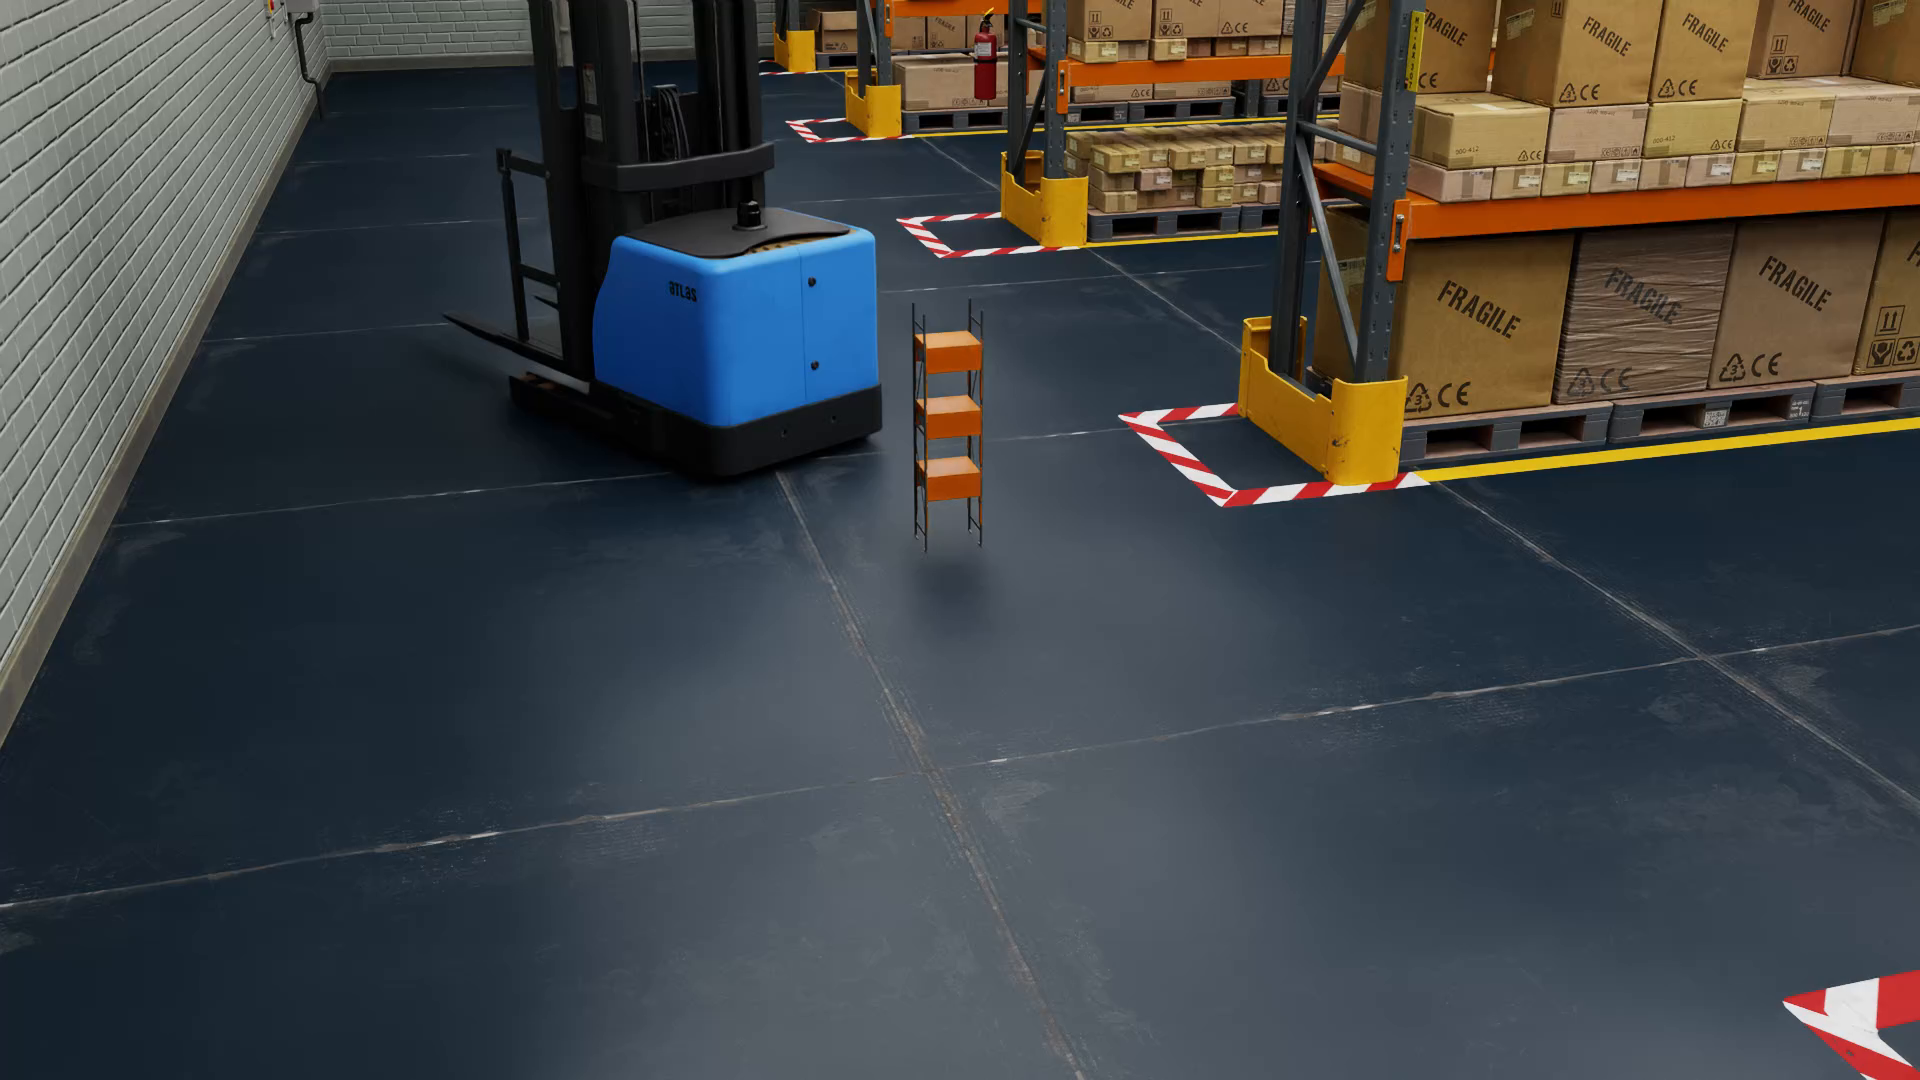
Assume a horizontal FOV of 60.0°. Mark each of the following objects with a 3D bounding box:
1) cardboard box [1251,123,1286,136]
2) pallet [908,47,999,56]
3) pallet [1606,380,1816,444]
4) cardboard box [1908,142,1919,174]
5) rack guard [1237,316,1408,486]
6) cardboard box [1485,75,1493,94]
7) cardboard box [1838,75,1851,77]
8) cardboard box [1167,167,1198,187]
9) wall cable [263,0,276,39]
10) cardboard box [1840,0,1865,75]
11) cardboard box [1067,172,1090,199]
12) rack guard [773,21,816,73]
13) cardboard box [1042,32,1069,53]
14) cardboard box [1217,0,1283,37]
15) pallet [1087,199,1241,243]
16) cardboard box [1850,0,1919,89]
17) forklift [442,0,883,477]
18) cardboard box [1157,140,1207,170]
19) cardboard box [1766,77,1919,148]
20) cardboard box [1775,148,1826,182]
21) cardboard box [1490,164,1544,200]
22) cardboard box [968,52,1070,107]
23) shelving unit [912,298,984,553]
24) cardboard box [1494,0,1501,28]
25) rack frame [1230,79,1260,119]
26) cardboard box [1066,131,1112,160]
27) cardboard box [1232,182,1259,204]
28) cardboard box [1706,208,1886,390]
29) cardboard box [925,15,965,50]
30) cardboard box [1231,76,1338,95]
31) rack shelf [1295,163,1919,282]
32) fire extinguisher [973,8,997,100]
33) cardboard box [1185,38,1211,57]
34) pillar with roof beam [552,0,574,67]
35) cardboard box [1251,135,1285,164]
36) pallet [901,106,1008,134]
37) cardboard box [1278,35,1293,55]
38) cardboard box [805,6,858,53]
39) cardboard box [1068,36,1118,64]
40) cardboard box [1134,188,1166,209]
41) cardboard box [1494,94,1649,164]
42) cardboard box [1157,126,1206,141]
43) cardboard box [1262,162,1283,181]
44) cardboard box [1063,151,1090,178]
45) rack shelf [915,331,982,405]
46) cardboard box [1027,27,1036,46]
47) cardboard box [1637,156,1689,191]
[{"bbox_3d":[2.513,-3.231,13.304,0.250,0.149,0.380,-6,24,-14],"label":"cardboard box"},{"bbox_3d":[-0.205,-6.456,22.029,1.213,0.211,1.003,-6,24,-14],"label":"pallet"},{"bbox_3d":[3.725,-0.831,8.920,1.213,0.211,1.003,-6,24,-14],"label":"pallet"},{"bbox_3d":[4.707,-1.941,8.288,0.250,0.149,0.380,-6,24,-13],"label":"cardboard box"},{"bbox_3d":[1.781,-0.718,8.289,0.348,0.500,1.175,-6,24,-14],"label":"rack guard"},{"bbox_3d":[2.687,-2.143,8.254,0.500,0.250,0.500,-7,24,-15],"label":"cardboard box"},{"bbox_3d":[4.652,-2.361,8.763,0.500,0.250,0.500,-6,24,-15],"label":"cardboard box"},{"bbox_3d":[1.626,-2.809,12.697,0.250,0.149,0.380,-6,24,-14],"label":"cardboard box"},{"bbox_3d":[-6.296,-5.504,14.944,0.123,1.953,0.585,-6,24,-14],"label":"wall cable"},{"bbox_3d":[4.649,-2.704,8.610,0.500,0.500,0.500,-6,24,-14],"label":"cardboard box"},{"bbox_3d":[1.012,-2.781,13.011,0.250,0.149,0.380,-6,24,-13],"label":"cardboard box"},{"bbox_3d":[-2.144,-6.375,21.474,0.348,0.500,1.175,-6,24,-14],"label":"rack guard"},{"bbox_3d":[0.799,-3.790,12.597,0.250,0.149,0.380,-6,24,-14],"label":"cardboard box"},{"bbox_3d":[2.052,-4.003,12.271,0.500,0.500,0.500,-6,24,-14],"label":"cardboard box"},{"bbox_3d":[1.426,-2.563,12.955,1.213,0.211,1.003,-6,24,-14],"label":"pallet"},{"bbox_3d":[4.801,-2.506,8.147,0.500,0.500,0.500,-6,24,-14],"label":"cardboard box"},{"bbox_3d":[-1.770,-2.136,8.512,1.130,2.935,3.031,-21,31,-39],"label":"forklift"},{"bbox_3d":[1.668,-2.900,12.532,0.250,0.149,0.380,-6,24,-15],"label":"cardboard box"},{"bbox_3d":[4.312,-2.106,8.167,0.500,0.250,0.500,-6,24,-13],"label":"cardboard box"},{"bbox_3d":[3.967,-1.859,8.098,0.250,0.149,0.380,-6,24,-14],"label":"cardboard box"},{"bbox_3d":[2.481,-1.694,7.713,0.250,0.149,0.380,-7,24,-15],"label":"cardboard box"},{"bbox_3d":[0.614,-4.856,17.480,0.875,0.438,0.875,-6,24,-13],"label":"cardboard box"},{"bbox_3d":[-0.052,-0.477,7.030,0.252,1.050,0.215,-6,24,-14],"label":"shelving unit"},{"bbox_3d":[4.023,-4.213,12.761,0.500,0.500,0.500,-6,24,-14],"label":"cardboard box"},{"bbox_3d":[2.978,-6.058,17.564,0.127,3.000,1.000,-6,24,-14],"label":"rack frame"},{"bbox_3d":[1.002,-3.072,12.934,0.250,0.149,0.380,-6,24,-14],"label":"cardboard box"},{"bbox_3d":[2.115,-2.717,12.862,0.250,0.149,0.380,-6,24,-14],"label":"cardboard box"},{"bbox_3d":[4.131,-1.376,8.815,0.875,0.875,0.875,-6,24,-14],"label":"cardboard box"},{"bbox_3d":[-0.234,-6.684,21.661,0.500,0.500,0.500,-6,24,-13],"label":"cardboard box"},{"bbox_3d":[3.553,-5.371,18.125,0.875,0.875,0.875,-6,24,-13],"label":"cardboard box"},{"bbox_3d":[3.729,-1.752,8.441,4.000,0.370,1.077,-6,24,-14],"label":"rack shelf"},{"bbox_3d":[0.194,-3.705,12.651,0.183,0.674,0.296,-6,24,-14],"label":"fire extinguisher"},{"bbox_3d":[1.682,-3.689,12.361,0.250,0.149,0.380,-5,24,-12],"label":"cardboard box"},{"bbox_3d":[-3.894,-8.693,16.098,0.400,9.000,9.100,-6,24,-14],"label":"pillar with roof beam"},{"bbox_3d":[2.419,-2.994,12.752,0.250,0.149,0.380,-6,24,-14],"label":"cardboard box"},{"bbox_3d":[-0.124,-4.465,17.389,1.213,0.211,1.003,-6,24,-14],"label":"pallet"},{"bbox_3d":[2.450,-3.743,12.489,0.250,0.149,0.380,-5,24,-12],"label":"cardboard box"},{"bbox_3d":[-1.603,-6.591,21.439,0.637,0.503,0.797,-7,24,-16],"label":"cardboard box"},{"bbox_3d":[0.962,-3.558,12.056,0.250,0.149,0.380,-7,24,-15],"label":"cardboard box"},{"bbox_3d":[1.382,-2.639,12.680,0.250,0.149,0.380,-6,24,-15],"label":"cardboard box"},{"bbox_3d":[2.838,-1.944,7.789,0.500,0.250,0.500,-7,24,-15],"label":"cardboard box"},{"bbox_3d":[1.741,-3.156,13.130,0.250,0.149,0.380,-7,24,-16],"label":"cardboard box"},{"bbox_3d":[2.382,-2.904,12.918,0.250,0.149,0.380,-5,24,-12],"label":"cardboard box"},{"bbox_3d":[0.992,-2.947,13.020,0.250,0.149,0.380,-7,24,-16],"label":"cardboard box"},{"bbox_3d":[-0.052,-0.728,6.922,0.240,0.259,0.215,-6,24,-14],"label":"rack shelf"},{"bbox_3d":[0.833,-6.670,21.924,0.258,0.266,0.396,-5,24,-12],"label":"cardboard box"},{"bbox_3d":[3.224,-1.777,7.905,0.250,0.149,0.380,-7,24,-15],"label":"cardboard box"}]
